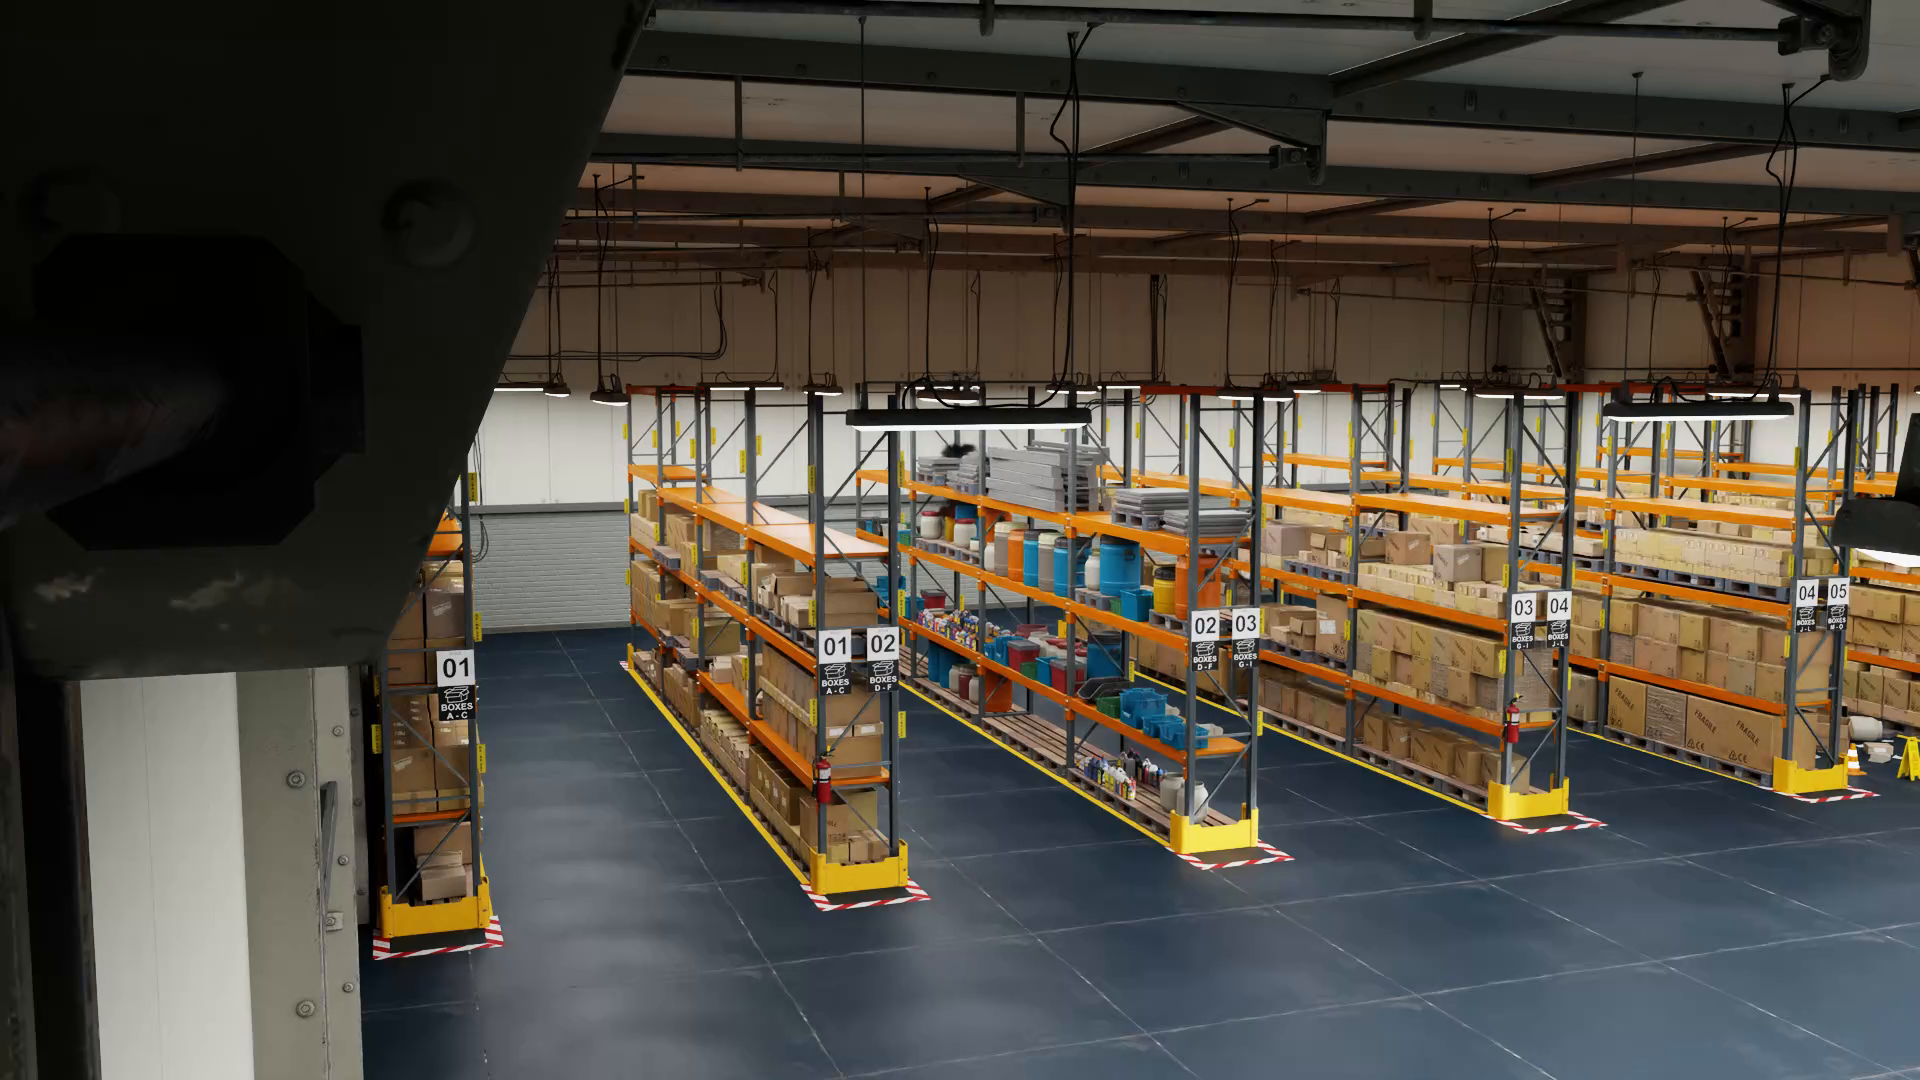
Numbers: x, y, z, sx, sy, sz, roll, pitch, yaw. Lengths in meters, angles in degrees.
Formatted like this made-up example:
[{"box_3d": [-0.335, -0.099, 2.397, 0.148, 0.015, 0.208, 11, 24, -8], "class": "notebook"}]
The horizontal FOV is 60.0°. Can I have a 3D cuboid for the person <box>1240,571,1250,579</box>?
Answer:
[{"box_3d": [7.157, 1.185, 41.085, 0.866, 1.793, 0.676, -4, 7, -35], "class": "person"}]
